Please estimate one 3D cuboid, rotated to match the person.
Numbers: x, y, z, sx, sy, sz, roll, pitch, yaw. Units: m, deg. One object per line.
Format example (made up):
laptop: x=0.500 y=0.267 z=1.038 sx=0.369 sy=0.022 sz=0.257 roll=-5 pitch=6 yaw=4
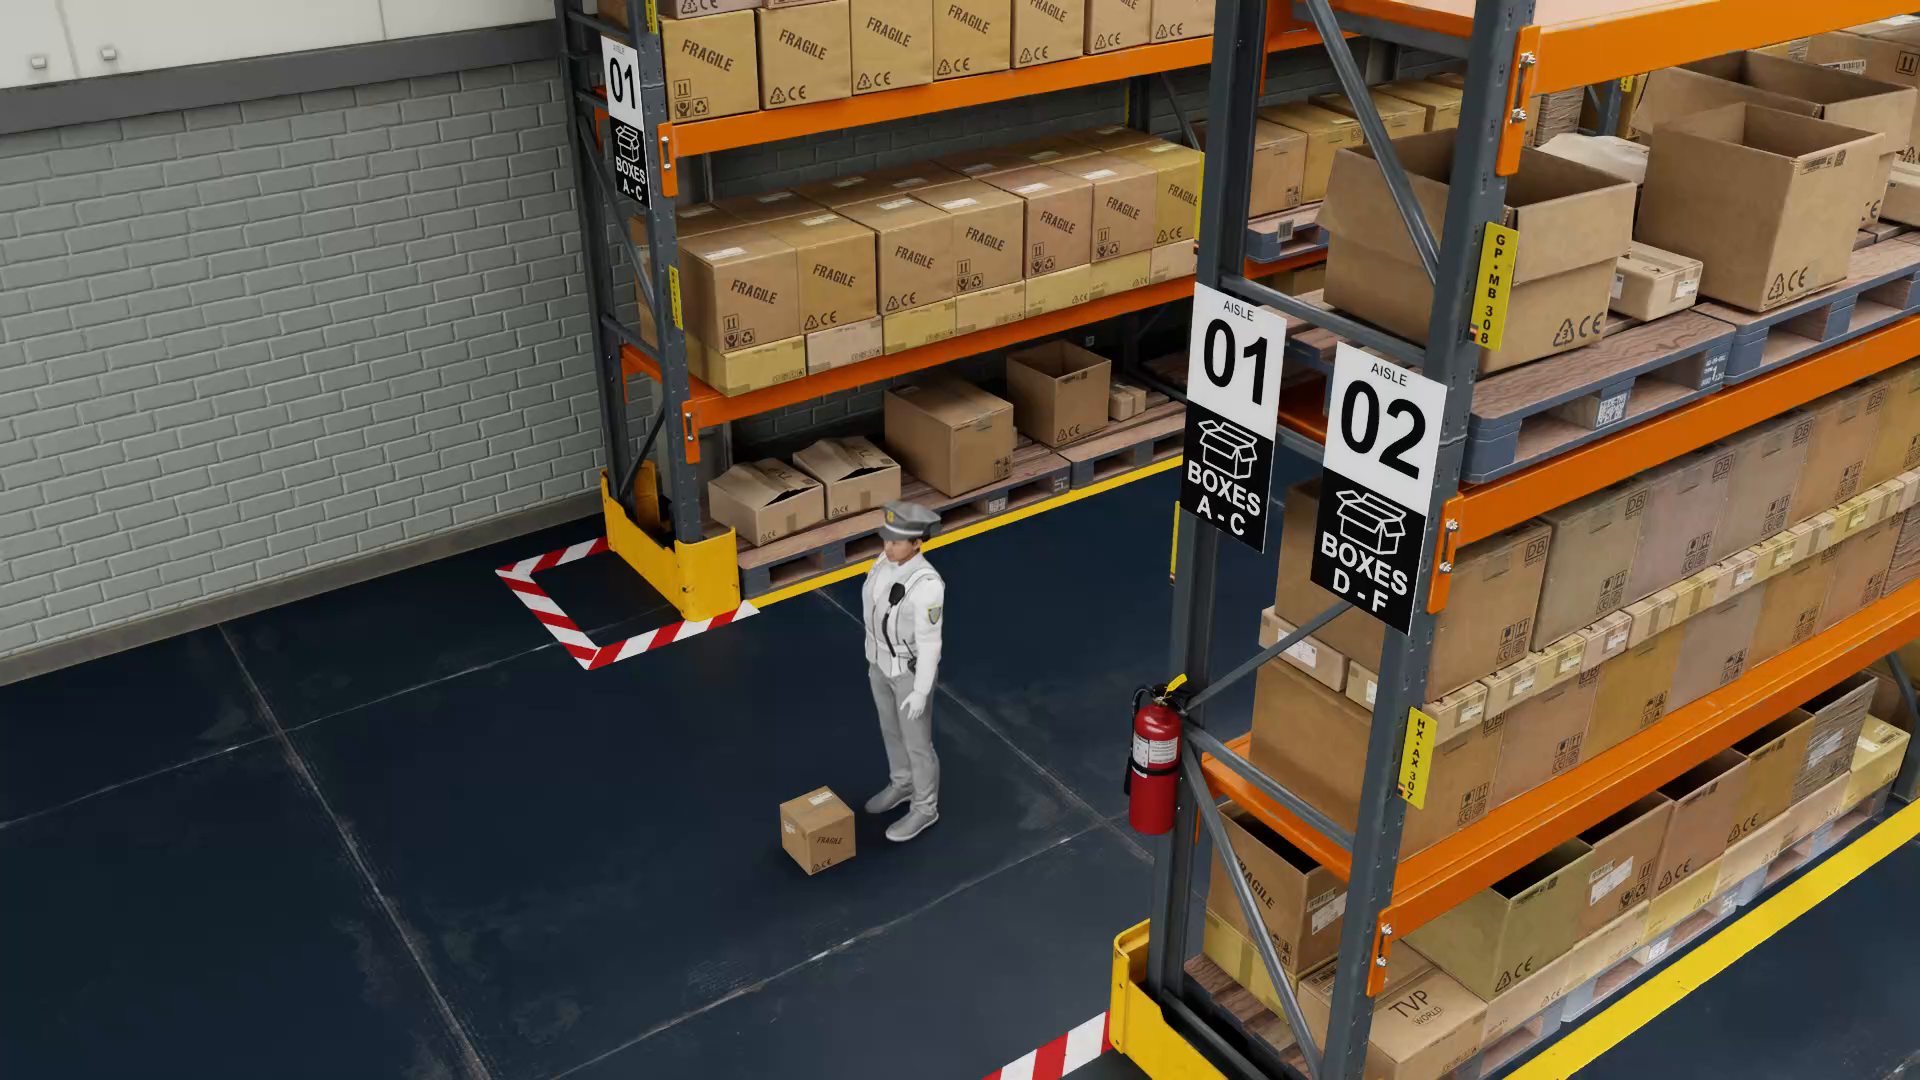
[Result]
person: x=-0.257 y=0.594 z=7.536 sx=0.344 sy=1.707 sz=0.475 roll=-18 pitch=34 yaw=-29
